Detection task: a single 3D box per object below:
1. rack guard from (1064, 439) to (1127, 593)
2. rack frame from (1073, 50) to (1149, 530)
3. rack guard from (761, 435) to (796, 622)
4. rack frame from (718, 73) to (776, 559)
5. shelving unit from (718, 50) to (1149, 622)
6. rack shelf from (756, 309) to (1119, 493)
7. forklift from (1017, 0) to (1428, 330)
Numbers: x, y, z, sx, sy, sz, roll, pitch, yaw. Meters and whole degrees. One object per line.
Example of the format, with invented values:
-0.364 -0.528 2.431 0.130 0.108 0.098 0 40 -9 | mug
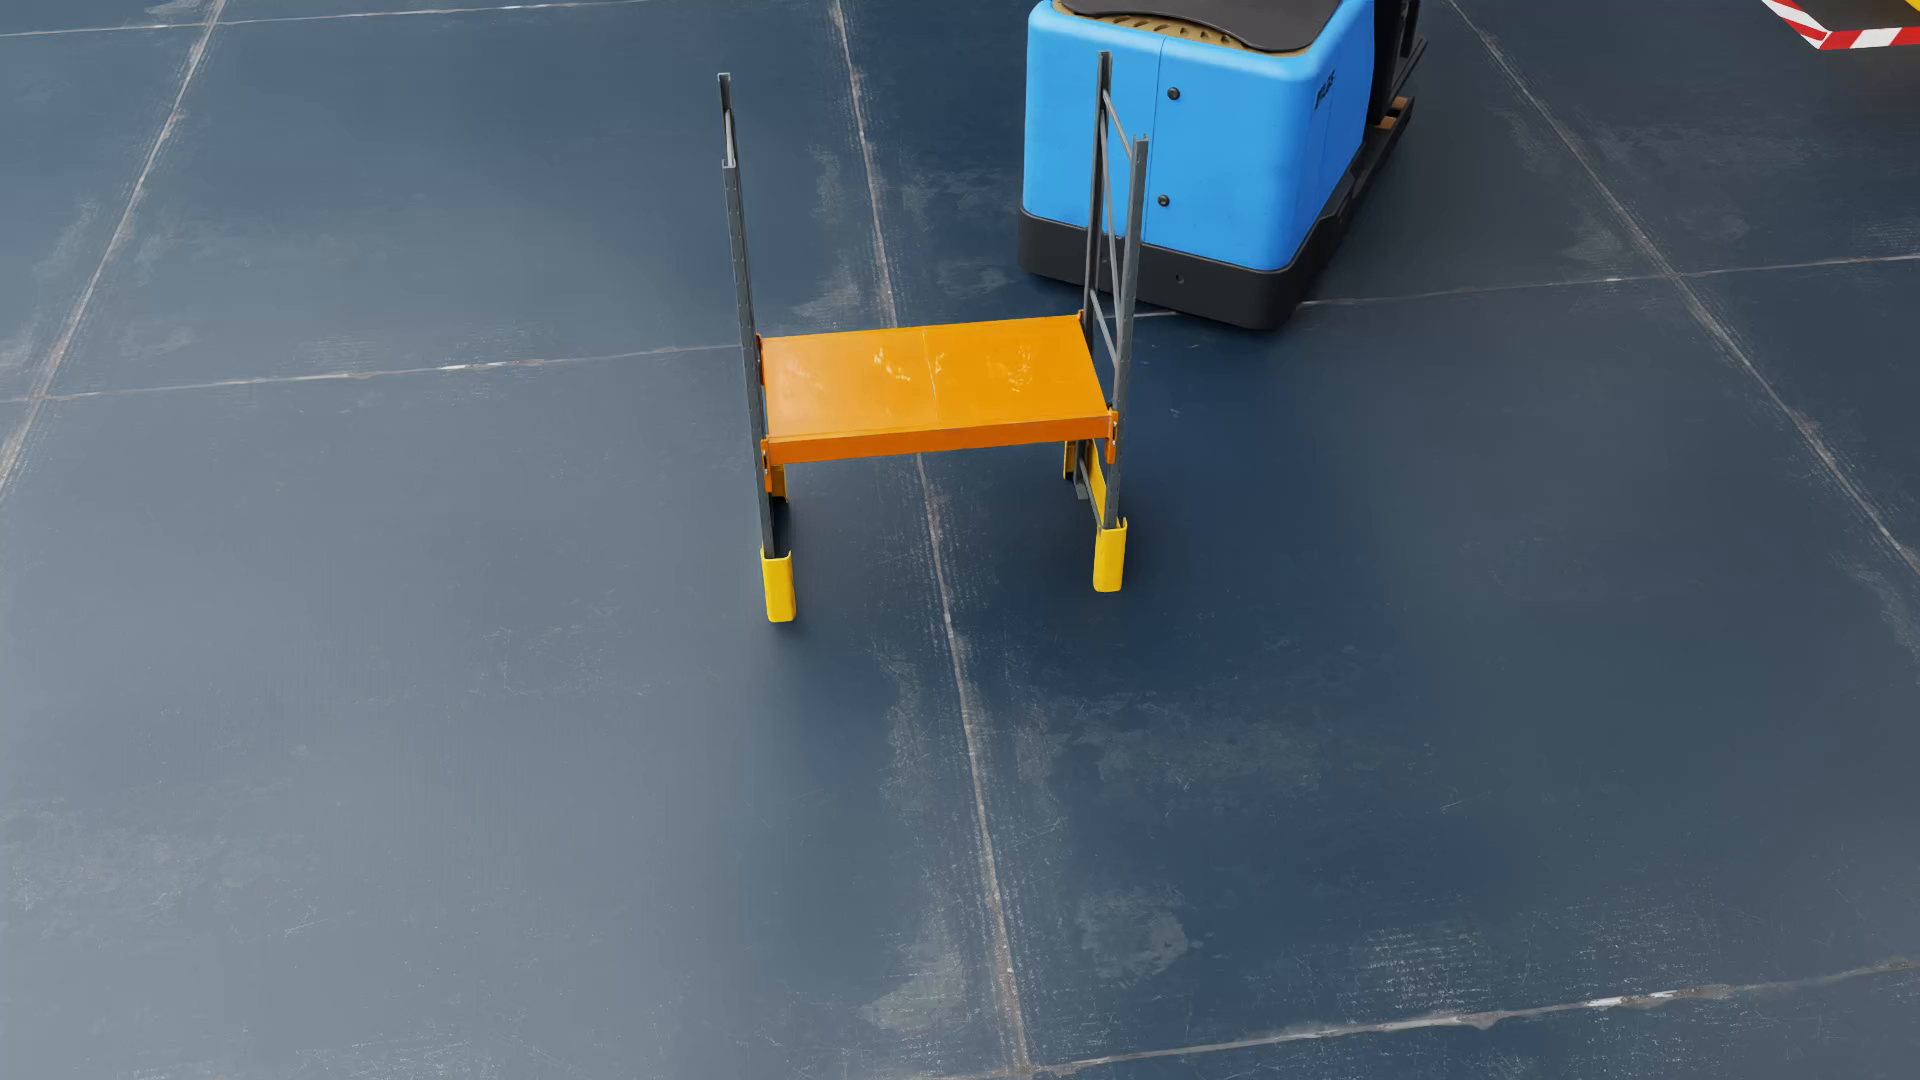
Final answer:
0.418 -0.129 5.207 0.087 0.250 0.587 -5 42 -6 | rack guard
0.419 -0.594 4.788 0.032 1.500 0.500 -5 42 -6 | rack frame
-0.569 -0.043 5.111 0.087 0.250 0.587 -5 42 -6 | rack guard
-0.589 -0.505 4.691 0.032 1.500 0.500 -5 42 -6 | rack frame
-0.076 -0.550 4.740 1.083 1.500 0.587 -5 42 -6 | shelving unit
-0.085 -0.416 4.860 1.000 0.185 0.538 -5 42 -6 | rack shelf
1.305 -2.833 6.203 1.130 2.935 3.031 18 45 19 | forklift
